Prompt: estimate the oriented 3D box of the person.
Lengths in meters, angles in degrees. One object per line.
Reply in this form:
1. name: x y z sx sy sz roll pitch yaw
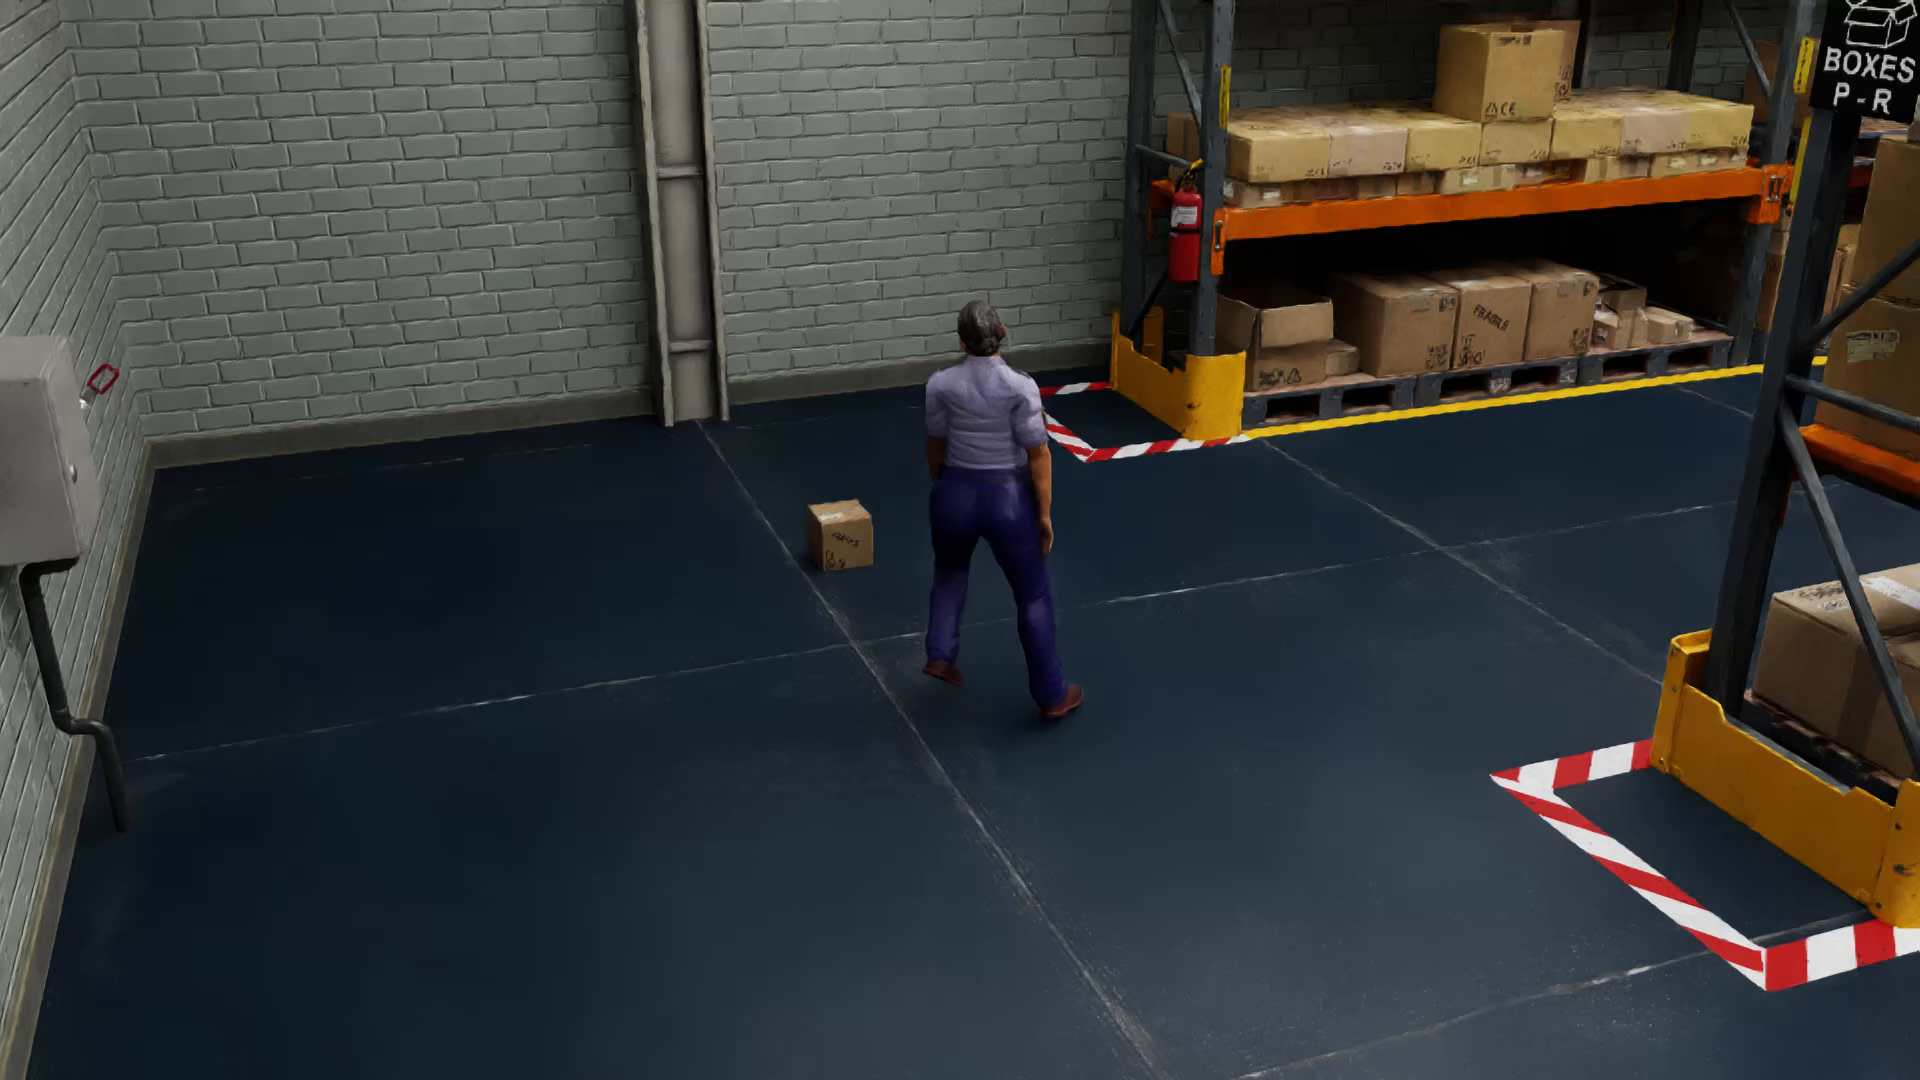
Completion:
1. person: 0.181 -0.121 6.399 0.635 1.633 0.437 4 23 9
